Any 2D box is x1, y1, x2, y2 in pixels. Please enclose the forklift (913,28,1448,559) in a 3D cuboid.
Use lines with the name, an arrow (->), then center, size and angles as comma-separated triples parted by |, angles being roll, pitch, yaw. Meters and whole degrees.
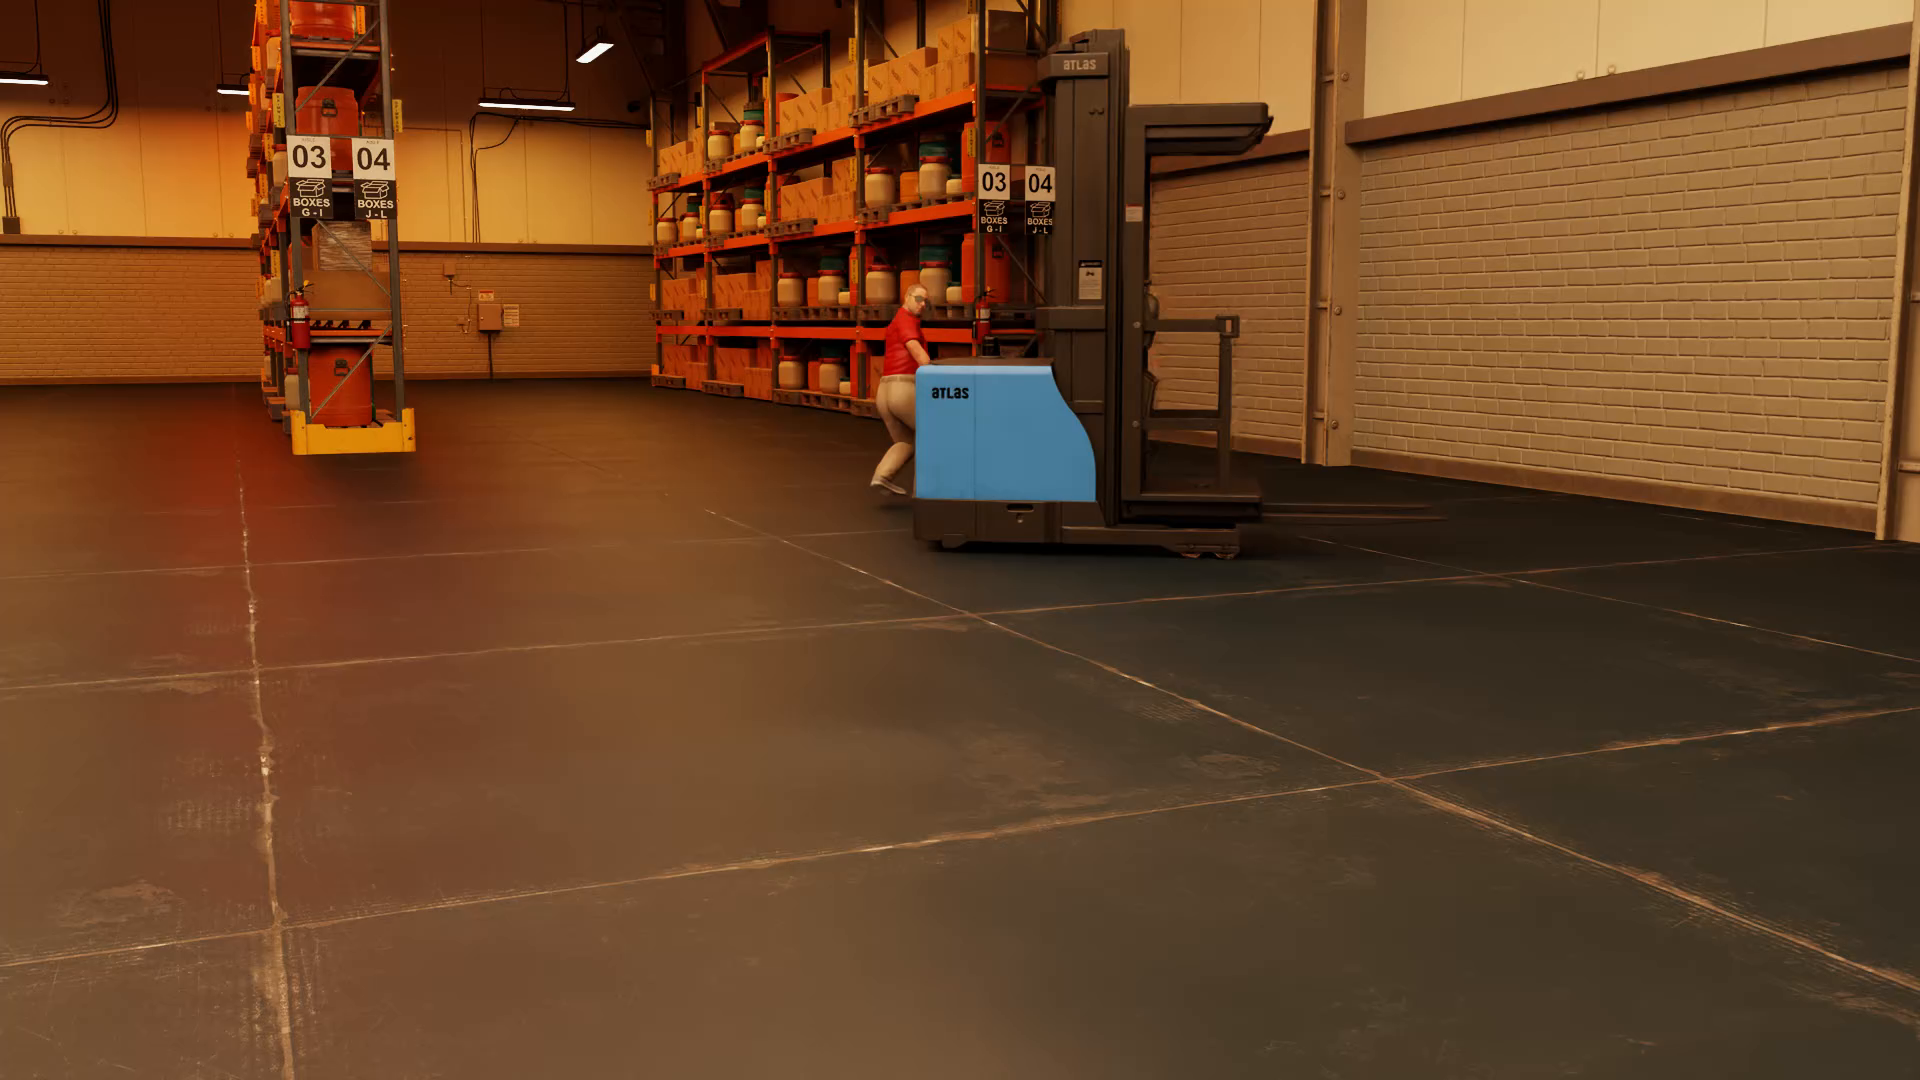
forklift -> 1.289, -1.420, 9.713 | 3.031, 2.935, 1.130 | 1, 8, 8

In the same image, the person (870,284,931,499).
person -> -0.242, -1.058, 12.108 | 0.852, 1.604, 0.886 | -5, 9, -31
